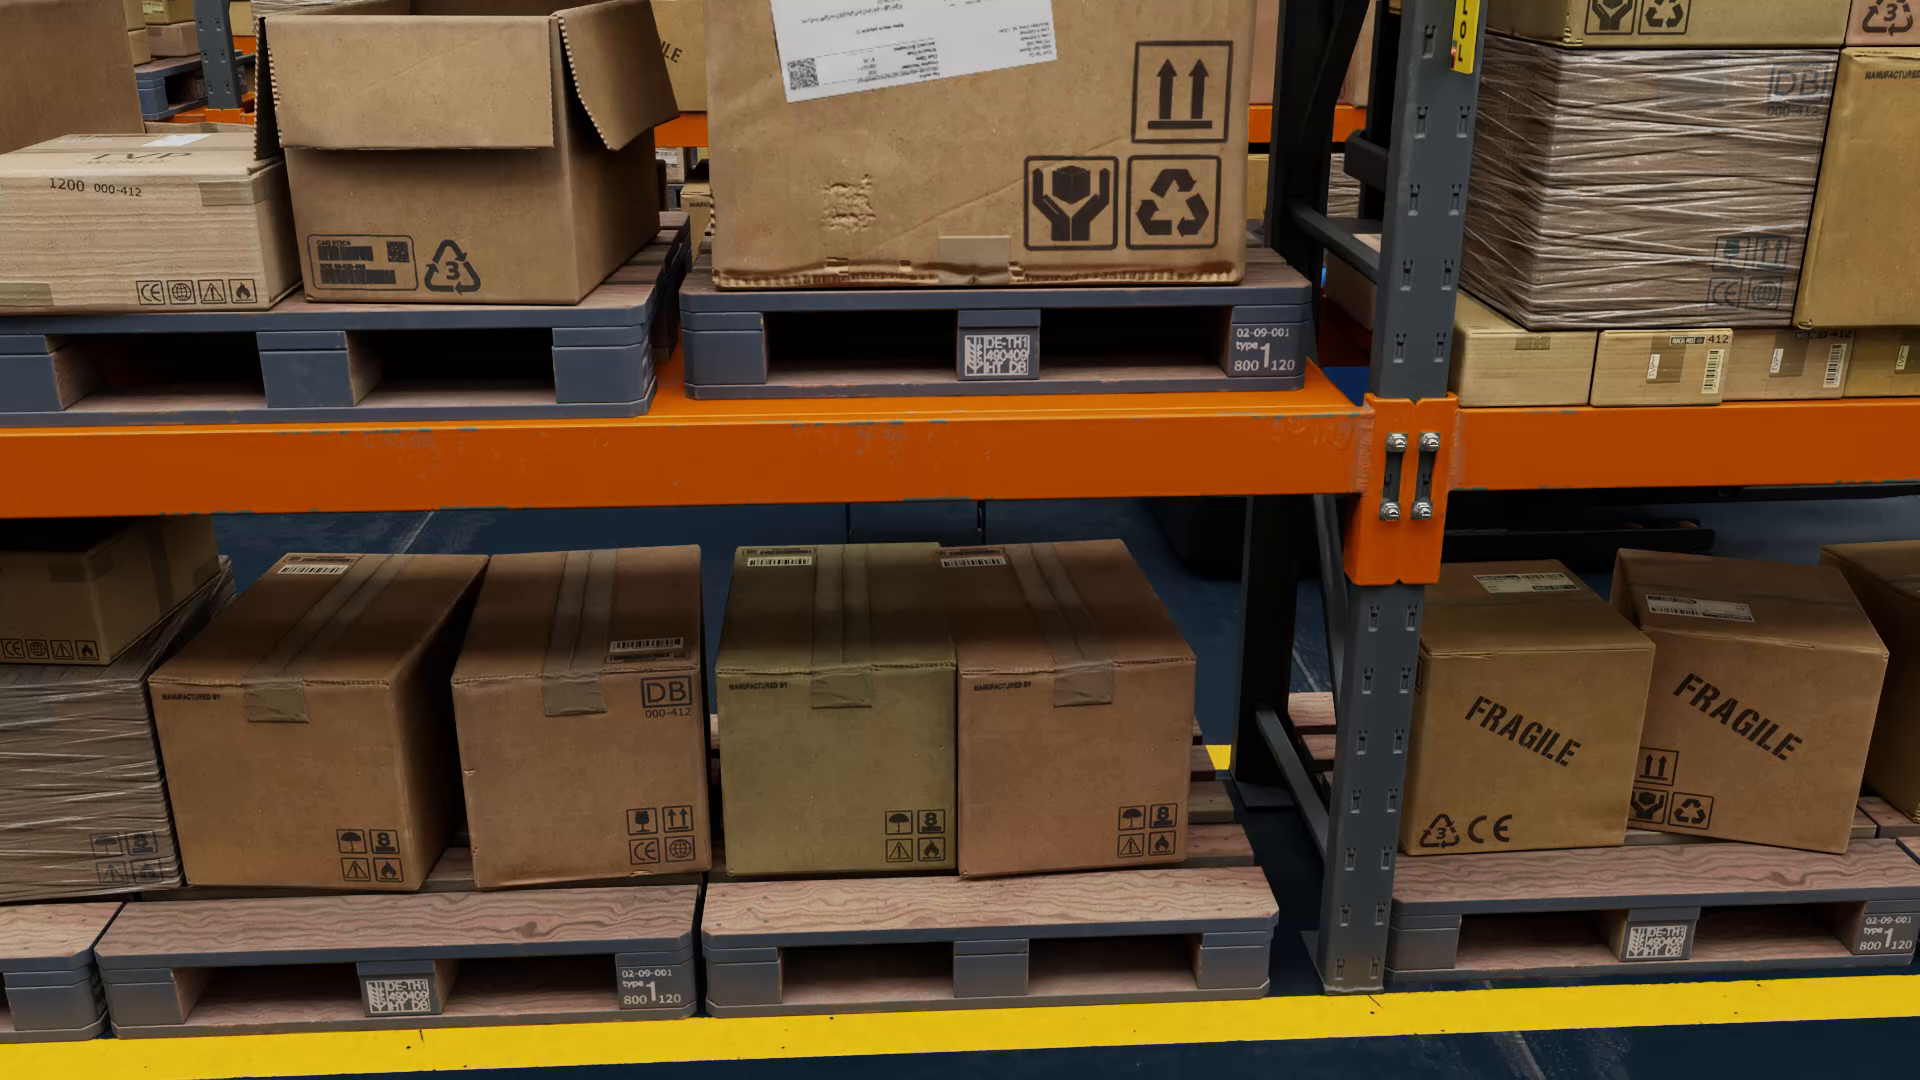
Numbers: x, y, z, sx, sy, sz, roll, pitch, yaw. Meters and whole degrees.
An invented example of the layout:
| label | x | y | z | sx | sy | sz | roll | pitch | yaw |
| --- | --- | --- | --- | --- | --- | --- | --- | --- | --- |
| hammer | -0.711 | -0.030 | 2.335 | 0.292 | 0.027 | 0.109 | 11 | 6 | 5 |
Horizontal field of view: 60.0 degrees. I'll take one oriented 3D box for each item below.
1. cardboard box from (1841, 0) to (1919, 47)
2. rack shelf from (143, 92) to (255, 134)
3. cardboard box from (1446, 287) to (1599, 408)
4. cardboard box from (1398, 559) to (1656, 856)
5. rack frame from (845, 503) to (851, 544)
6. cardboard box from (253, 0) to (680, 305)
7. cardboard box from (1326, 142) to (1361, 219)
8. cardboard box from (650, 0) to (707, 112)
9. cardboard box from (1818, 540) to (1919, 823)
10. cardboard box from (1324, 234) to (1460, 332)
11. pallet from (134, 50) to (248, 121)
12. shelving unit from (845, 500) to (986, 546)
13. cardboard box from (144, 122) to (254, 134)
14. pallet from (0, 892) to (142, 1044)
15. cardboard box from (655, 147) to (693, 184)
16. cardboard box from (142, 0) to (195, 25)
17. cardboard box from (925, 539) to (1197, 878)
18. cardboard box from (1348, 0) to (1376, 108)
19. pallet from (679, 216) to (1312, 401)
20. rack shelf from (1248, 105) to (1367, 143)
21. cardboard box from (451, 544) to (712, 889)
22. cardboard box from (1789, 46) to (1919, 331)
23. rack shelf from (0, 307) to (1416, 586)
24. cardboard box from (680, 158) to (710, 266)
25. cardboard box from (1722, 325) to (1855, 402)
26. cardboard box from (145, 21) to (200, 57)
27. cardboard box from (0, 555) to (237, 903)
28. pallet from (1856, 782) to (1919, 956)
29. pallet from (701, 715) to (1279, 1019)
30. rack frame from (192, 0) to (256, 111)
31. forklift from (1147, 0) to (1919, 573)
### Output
| label | x | y | z | sx | sy | sz | roll | pitch | yaw |
| --- | --- | --- | --- | --- | --- | --- | --- | --- | --- |
| cardboard box | 1.779 | -1.187 | 3.059 | 0.500 | 0.500 | 0.500 | -1 | 21 | -3 |
| rack shelf | -5.357 | -1.910 | 7.933 | 4.000 | 0.370 | 1.077 | -1 | 21 | -3 |
| cardboard box | 1.048 | -0.384 | 3.268 | 0.250 | 0.149 | 0.380 | -1 | 21 | -3 |
| cardboard box | 1.217 | 0.374 | 3.846 | 0.500 | 0.500 | 0.500 | -2 | 21 | -5 |
| rack frame | -0.409 | -0.552 | 5.886 | 0.015 | 1.200 | 0.240 | -1 | 21 | -3 |
| cardboard box | -0.910 | -0.781 | 3.221 | 0.637 | 0.503 | 0.797 | 1 | 21 | 2 |
| cardboard box | 2.165 | -1.579 | 8.449 | 0.875 | 0.875 | 0.875 | -1 | 21 | -3 |
| cardboard box | -1.388 | -2.278 | 7.747 | 0.500 | 0.500 | 0.500 | -1 | 21 | -4 |
| cardboard box | 2.404 | 0.319 | 3.990 | 0.500 | 0.500 | 0.500 | -3 | 21 | -8 |
| cardboard box | 1.014 | -0.596 | 3.823 | 0.250 | 0.149 | 0.380 | -1 | 21 | -3 |
| pallet | -4.065 | -2.145 | 7.809 | 1.003 | 0.211 | 1.213 | -1 | 21 | -3 |
| shelving unit | -0.165 | -0.557 | 5.899 | 0.503 | 1.200 | 0.258 | -1 | 21 | -3 |
| cardboard box | -1.528 | -0.786 | 3.569 | 0.258 | 0.266 | 0.396 | -2 | 21 | -5 |
| pallet | -2.398 | 0.765 | 3.815 | 1.213 | 0.211 | 1.003 | -1 | 21 | -3 |
| cardboard box | -2.443 | -3.037 | 12.986 | 0.625 | 0.372 | 0.950 | -2 | 21 | -4 |
| cardboard box | -3.854 | -2.566 | 7.991 | 0.250 | 0.149 | 0.380 | 0 | 21 | -1 |
| cardboard box | 0.201 | 0.363 | 3.846 | 0.500 | 0.500 | 0.700 | -3 | 21 | -7 |
| cardboard box | 2.095 | -2.438 | 8.099 | 0.550 | 0.550 | 0.875 | -1 | 21 | -3 |
| pallet | 0.044 | -0.551 | 3.621 | 1.213 | 0.211 | 1.003 | -1 | 21 | -3 |
| rack shelf | 2.630 | -2.073 | 8.360 | 4.000 | 0.370 | 1.077 | -1 | 21 | -3 |
| cardboard box | -0.834 | 0.378 | 3.808 | 0.500 | 0.500 | 0.700 | -3 | 21 | -8 |
| cardboard box | 1.770 | -0.775 | 3.382 | 0.500 | 0.500 | 0.875 | -1 | 21 | -3 |
| rack shelf | -1.181 | -0.227 | 3.514 | 4.000 | 0.370 | 1.077 | -1 | 21 | -3 |
| cardboard box | -0.944 | -1.450 | 8.286 | 0.750 | 0.750 | 1.050 | -1 | 21 | -3 |
| cardboard box | 1.546 | -0.400 | 3.308 | 0.250 | 0.149 | 0.380 | -1 | 21 | -3 |
| cardboard box | -3.818 | -2.428 | 8.047 | 0.250 | 0.149 | 0.380 | -1 | 21 | -4 |
| cardboard box | -1.957 | 0.403 | 3.741 | 0.500 | 0.500 | 0.700 | -3 | 21 | -8 |
| pallet | 2.705 | 0.647 | 4.125 | 1.213 | 0.211 | 1.003 | -1 | 21 | -3 |
| pallet | 0.038 | 0.715 | 3.946 | 1.213 | 0.211 | 1.003 | -1 | 21 | -3 |
| rack frame | -3.360 | -2.287 | 7.912 | 0.127 | 3.000 | 1.000 | -1 | 21 | -3 |
| forklift | 2.234 | -1.448 | 5.806 | 3.031 | 2.935 | 1.130 | -2 | 21 | -4 |
